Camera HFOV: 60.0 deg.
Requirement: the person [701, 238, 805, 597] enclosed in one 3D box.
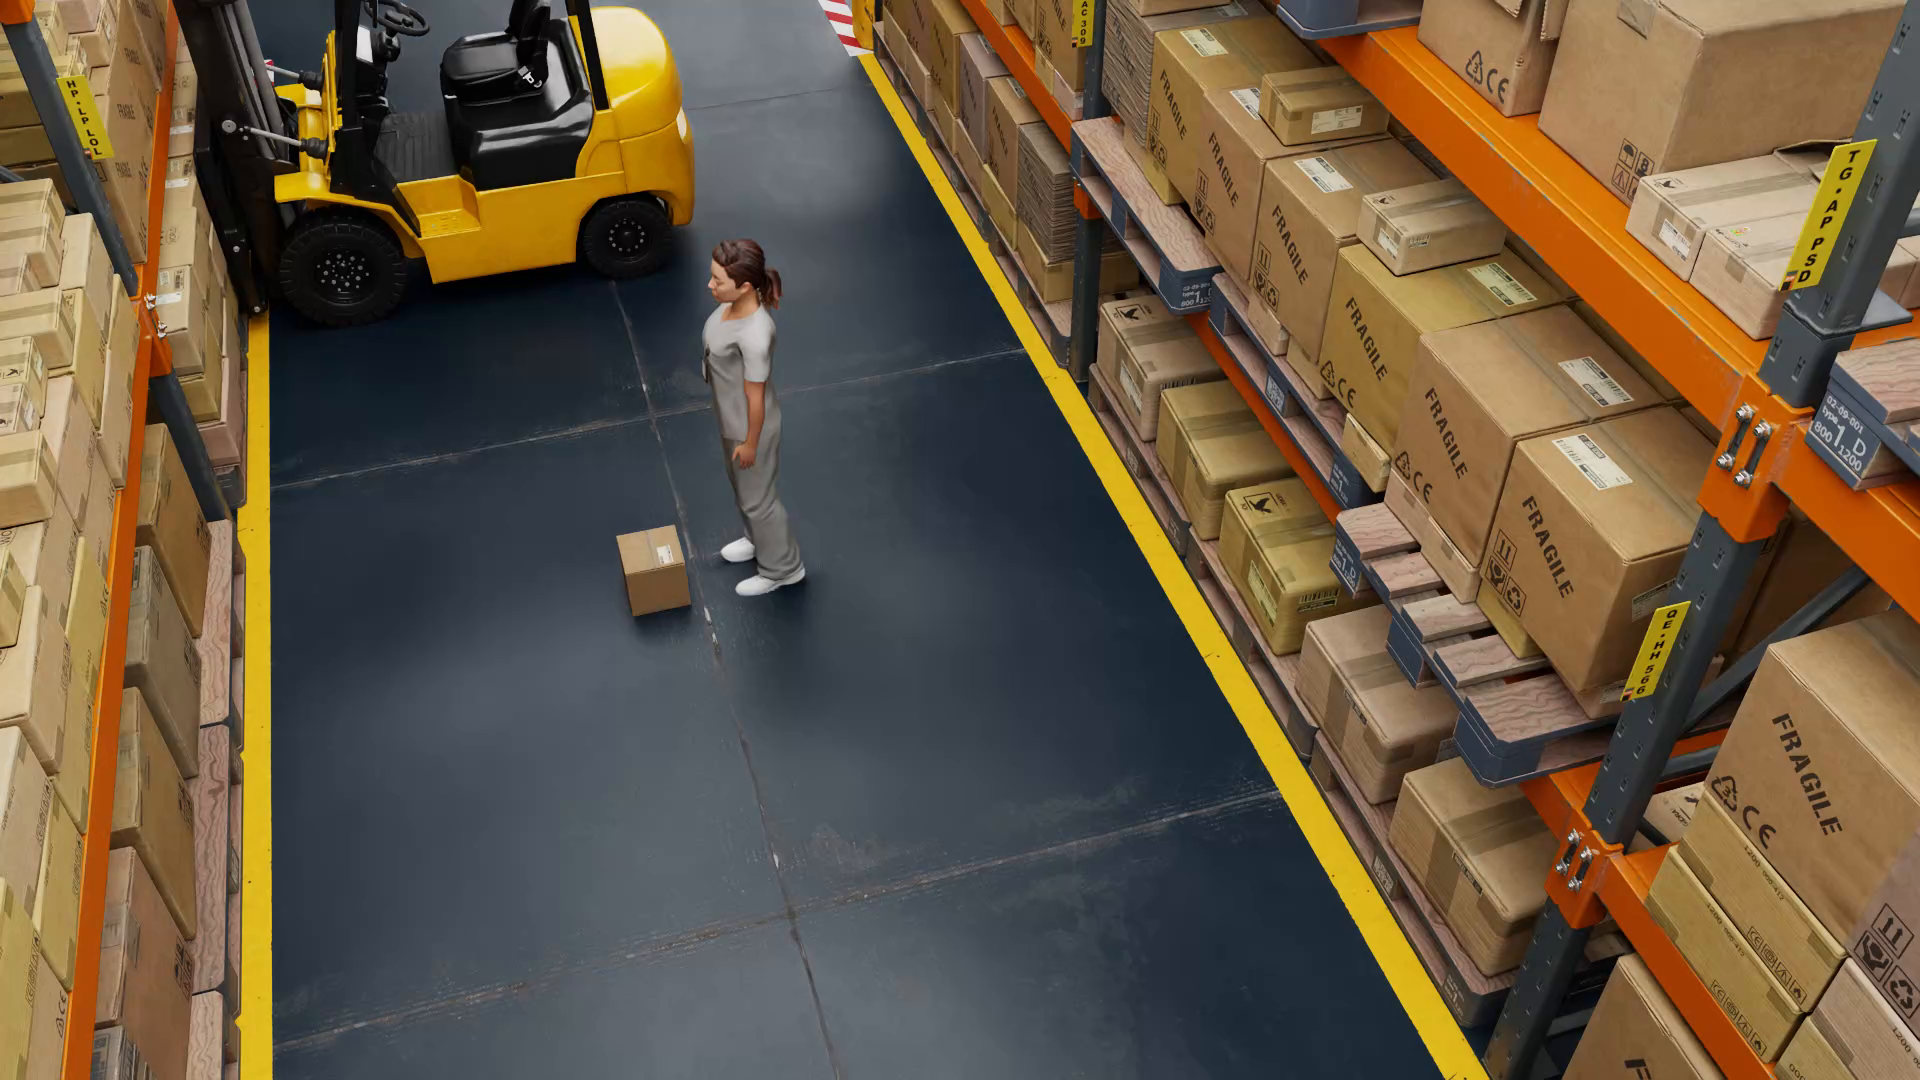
[{"bbox_3d":[-0.838,-0.480,6.704,0.362,1.683,0.436,-11,44,-12],"label":"person"}]
